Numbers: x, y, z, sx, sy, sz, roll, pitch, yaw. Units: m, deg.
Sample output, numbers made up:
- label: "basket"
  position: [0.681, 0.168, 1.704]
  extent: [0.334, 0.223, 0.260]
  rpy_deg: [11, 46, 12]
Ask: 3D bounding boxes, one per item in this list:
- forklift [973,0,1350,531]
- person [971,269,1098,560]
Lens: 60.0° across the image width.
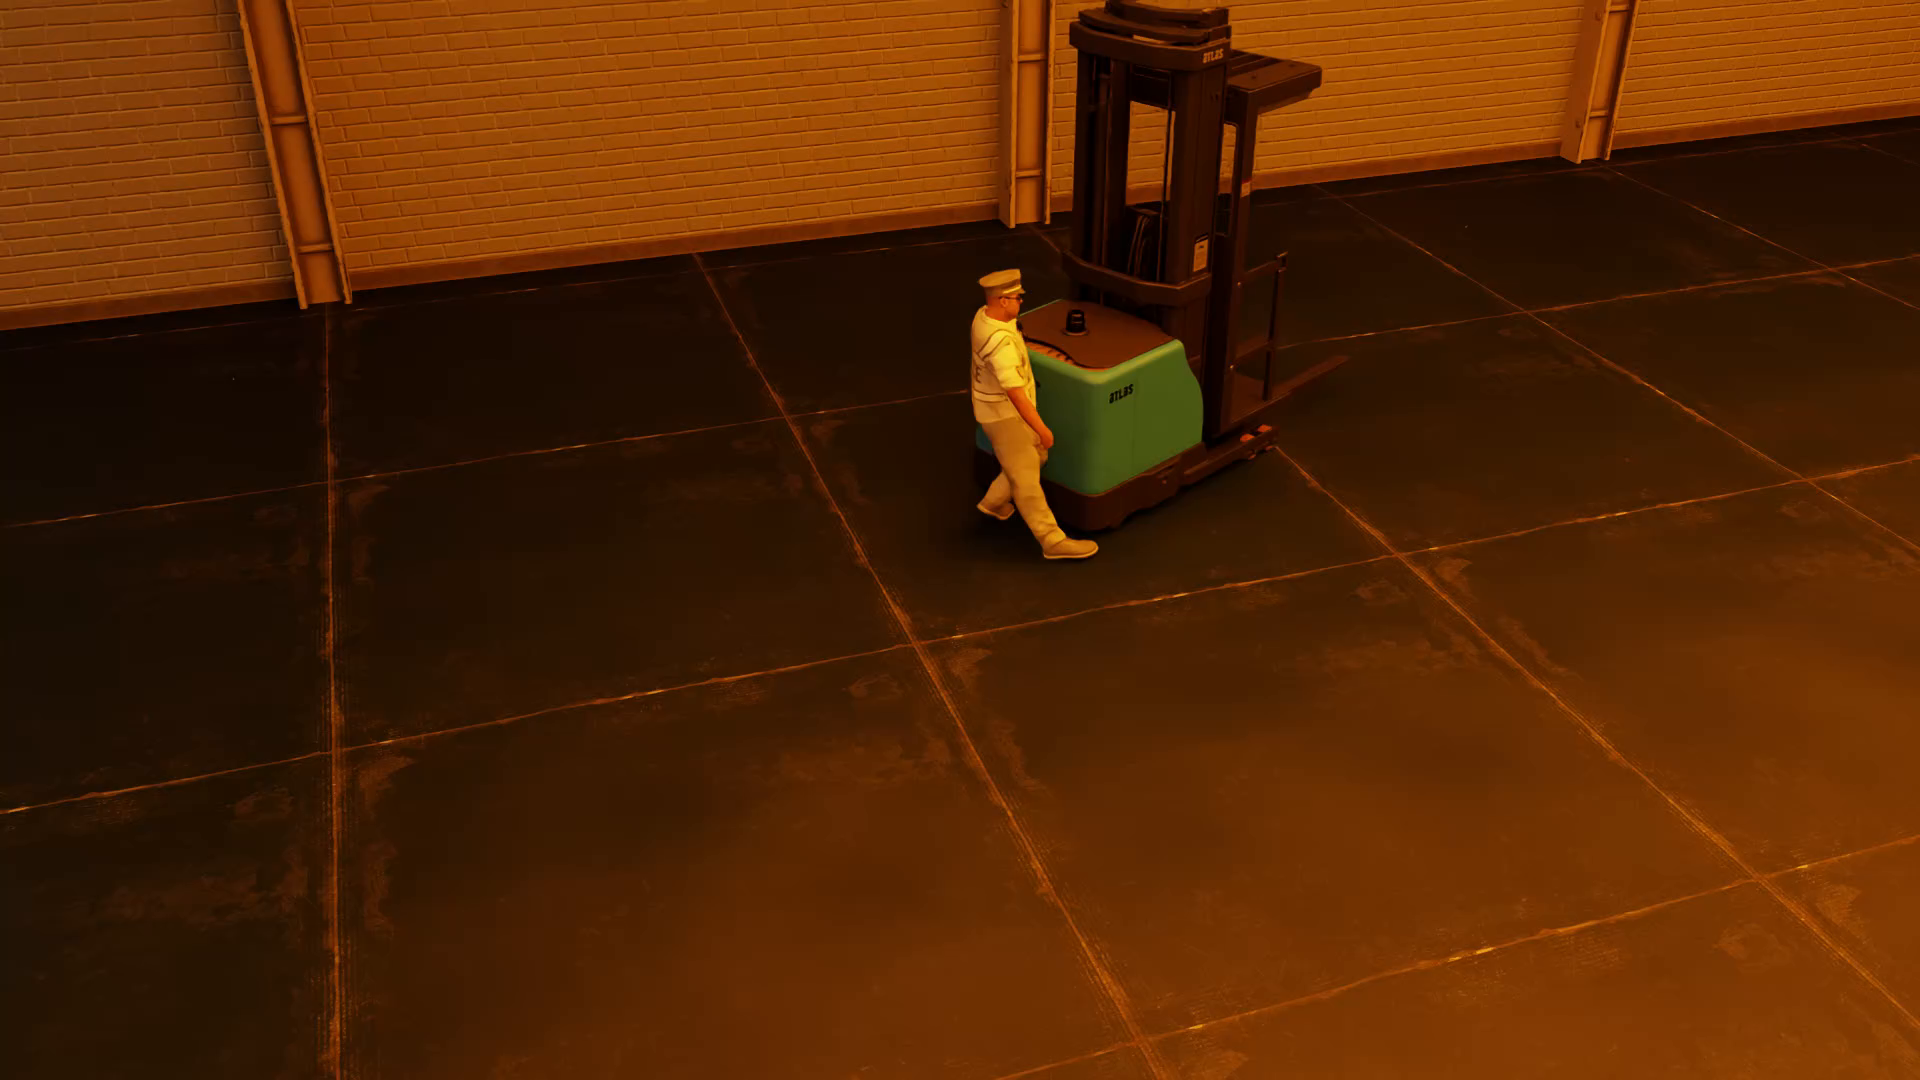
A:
- label: "forklift"
  position: [1.476, -1.960, 10.493]
  extent: [1.130, 2.935, 3.031]
  rpy_deg: [26, 39, 38]
- label: "person"
  position: [0.434, -0.769, 9.674]
  extent: [0.733, 1.671, 0.734]
  rpy_deg: [-2, 30, -3]
